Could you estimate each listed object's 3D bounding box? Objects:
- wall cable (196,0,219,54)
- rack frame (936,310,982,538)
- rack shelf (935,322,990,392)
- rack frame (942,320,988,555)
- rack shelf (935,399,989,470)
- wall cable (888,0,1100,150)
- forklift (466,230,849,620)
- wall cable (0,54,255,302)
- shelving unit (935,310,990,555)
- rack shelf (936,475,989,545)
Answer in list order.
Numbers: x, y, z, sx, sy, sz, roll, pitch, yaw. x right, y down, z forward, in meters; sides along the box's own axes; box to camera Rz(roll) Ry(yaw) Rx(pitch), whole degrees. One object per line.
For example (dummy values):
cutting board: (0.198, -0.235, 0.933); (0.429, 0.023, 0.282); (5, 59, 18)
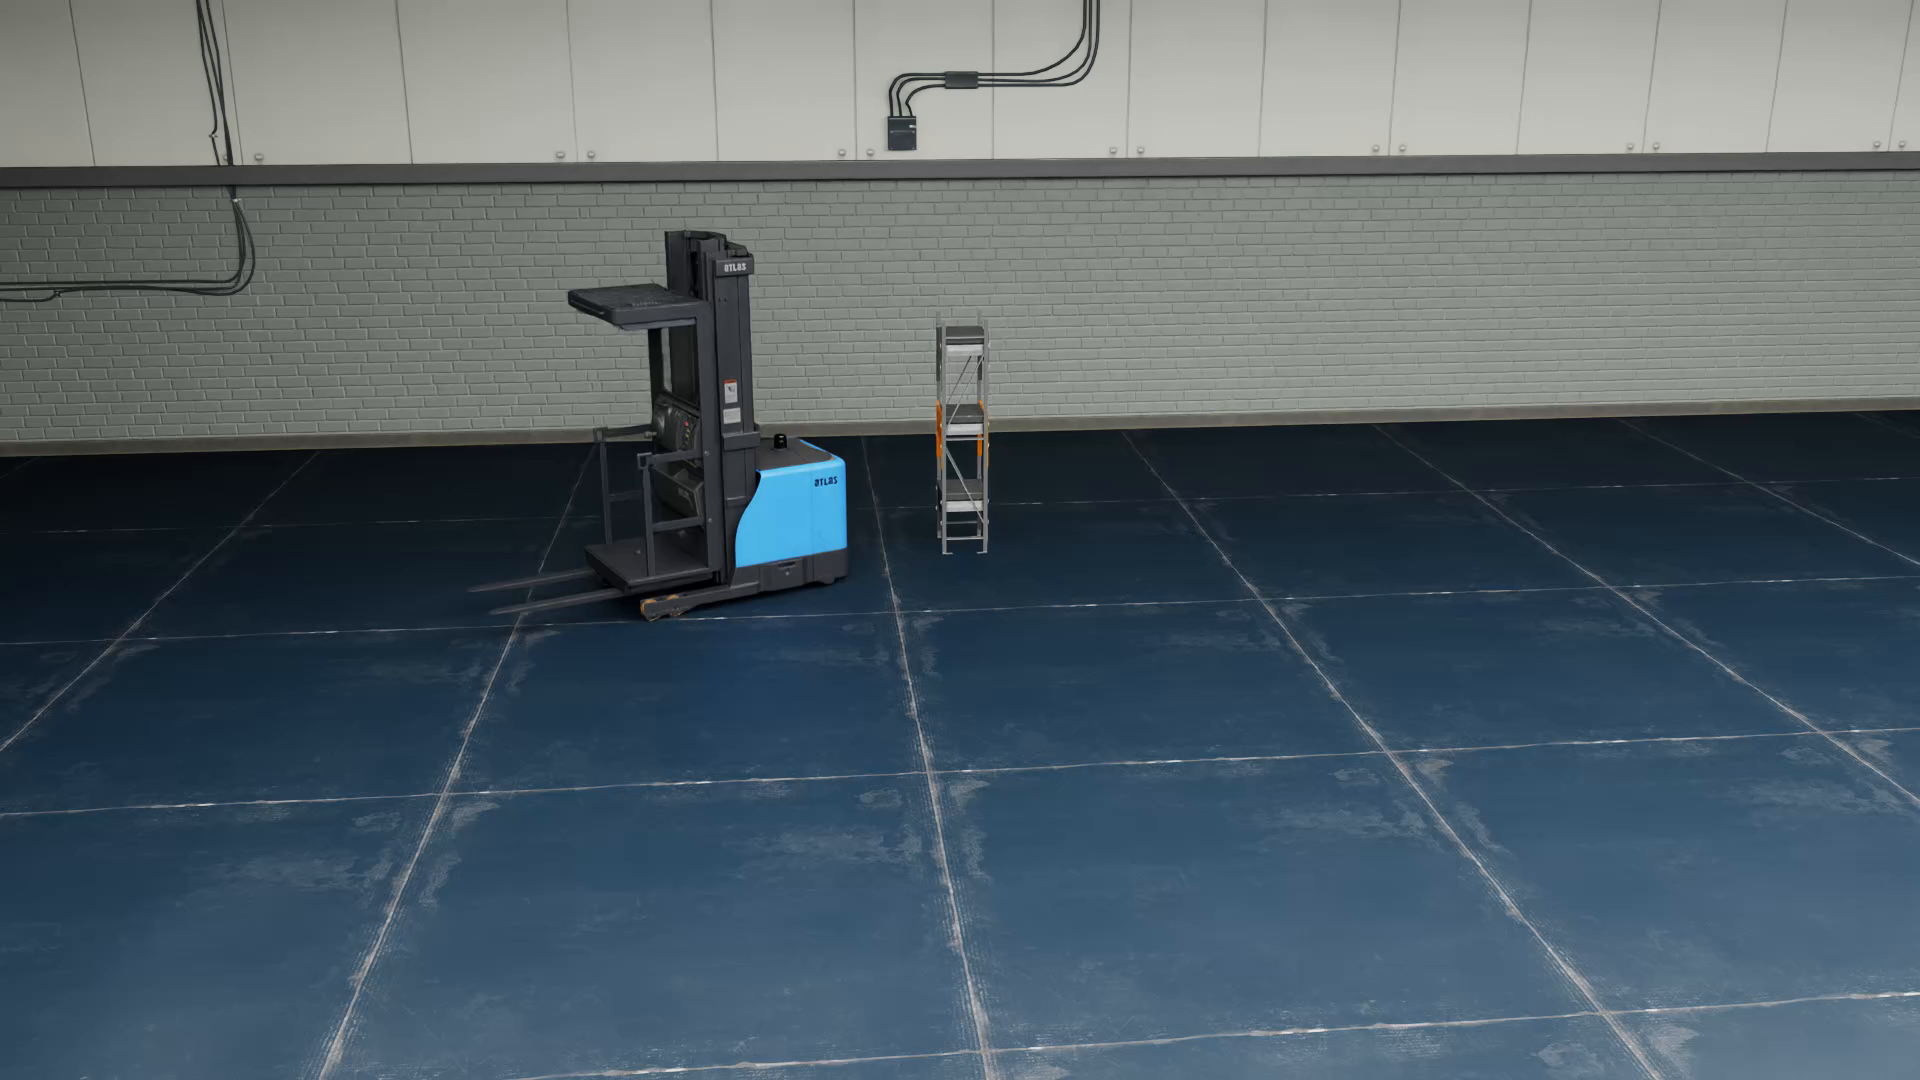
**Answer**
wall cable: (-6.386, -6.248, 16.880); (3.097, 2.526, 0.112); (-2, 18, -6)
rack frame: (-0.008, -1.025, 15.010); (0.400, 2.100, 0.015); (-2, 18, -6)
rack shelf: (0.017, -1.607, 14.573); (0.431, 0.518, 0.480); (-2, 18, -6)
rack frame: (0.042, -0.880, 14.547); (0.400, 2.100, 0.015); (-2, 18, -6)
rack shelf: (0.017, -0.939, 14.782); (0.431, 0.518, 0.480); (-2, 18, -6)
wall cable: (0.368, -7.147, 17.315); (2.305, 6.003, 0.169); (-2, 18, -6)
forklift: (-2.468, -0.939, 13.348); (3.031, 2.935, 1.130); (-10, 20, -30)
wall cable: (-9.077, -3.755, 17.371); (3.097, 2.526, 0.112); (-2, 18, -6)
shelving unit: (0.017, -0.952, 14.778); (0.431, 2.100, 0.503); (-2, 18, -6)
rack shelf: (0.017, -0.272, 14.992); (0.431, 0.518, 0.480); (-2, 18, -6)
